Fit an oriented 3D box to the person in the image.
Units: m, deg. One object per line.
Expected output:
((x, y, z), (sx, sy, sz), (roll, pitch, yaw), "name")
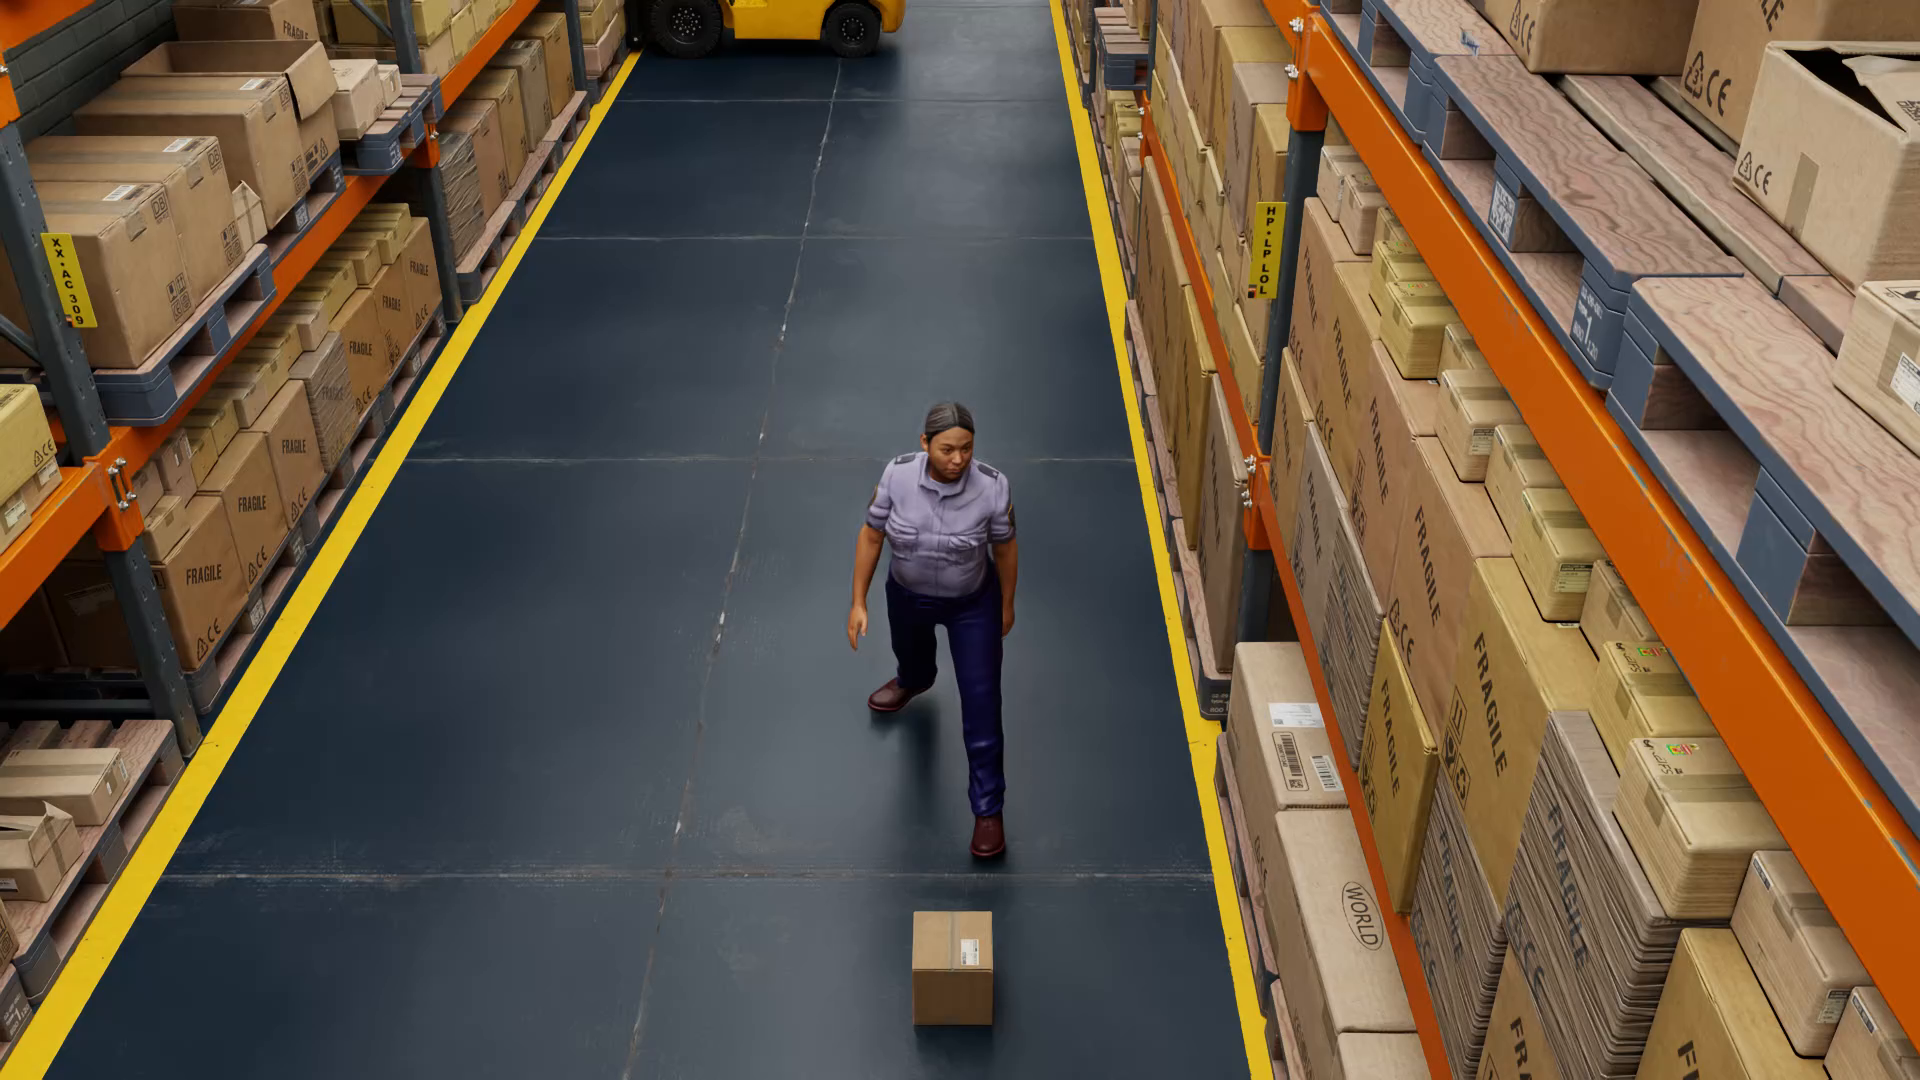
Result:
((-0.088, 0.191, 5.862), (0.717, 1.594, 0.953), (8, 33, 13), "person")
